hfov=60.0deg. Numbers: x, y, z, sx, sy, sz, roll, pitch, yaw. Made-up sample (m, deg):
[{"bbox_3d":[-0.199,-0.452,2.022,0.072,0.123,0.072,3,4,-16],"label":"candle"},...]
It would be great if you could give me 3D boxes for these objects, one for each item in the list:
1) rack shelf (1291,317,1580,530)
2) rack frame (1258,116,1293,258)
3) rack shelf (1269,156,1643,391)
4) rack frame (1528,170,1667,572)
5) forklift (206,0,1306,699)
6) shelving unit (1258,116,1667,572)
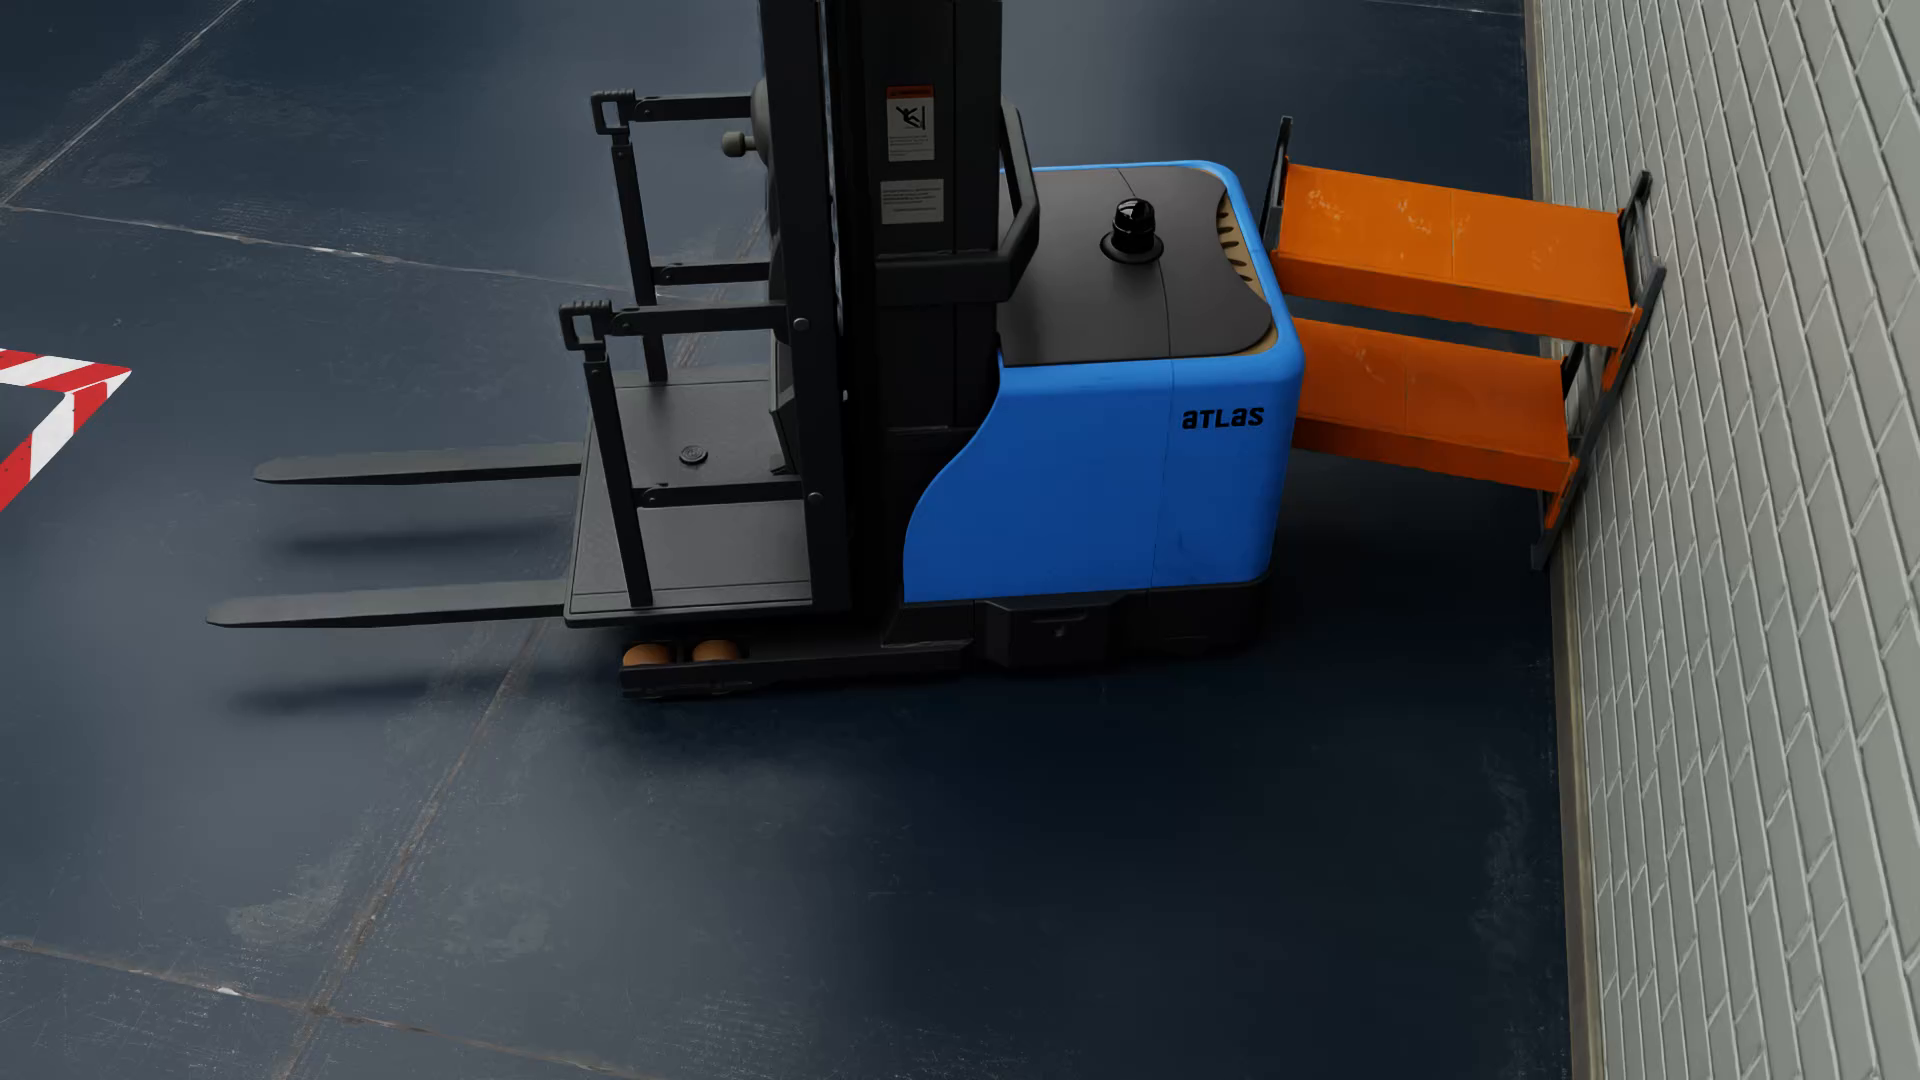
[{"bbox_3d":[1.354,-0.391,5.151,1.000,0.278,0.538,10,44,6],"label":"rack shelf"},{"bbox_3d":[0.870,-0.657,5.036,0.032,1.125,0.500,10,44,6],"label":"rack frame"},{"bbox_3d":[1.383,-0.777,4.779,1.000,0.278,0.538,10,44,6],"label":"rack shelf"},{"bbox_3d":[1.865,-0.477,4.928,0.032,1.125,0.500,10,44,6],"label":"rack frame"},{"bbox_3d":[-0.649,-0.984,4.159,3.031,2.935,1.130,-3,44,-3],"label":"forklift"},{"bbox_3d":[1.367,-0.567,4.982,1.048,1.125,0.538,10,44,6],"label":"shelving unit"}]
